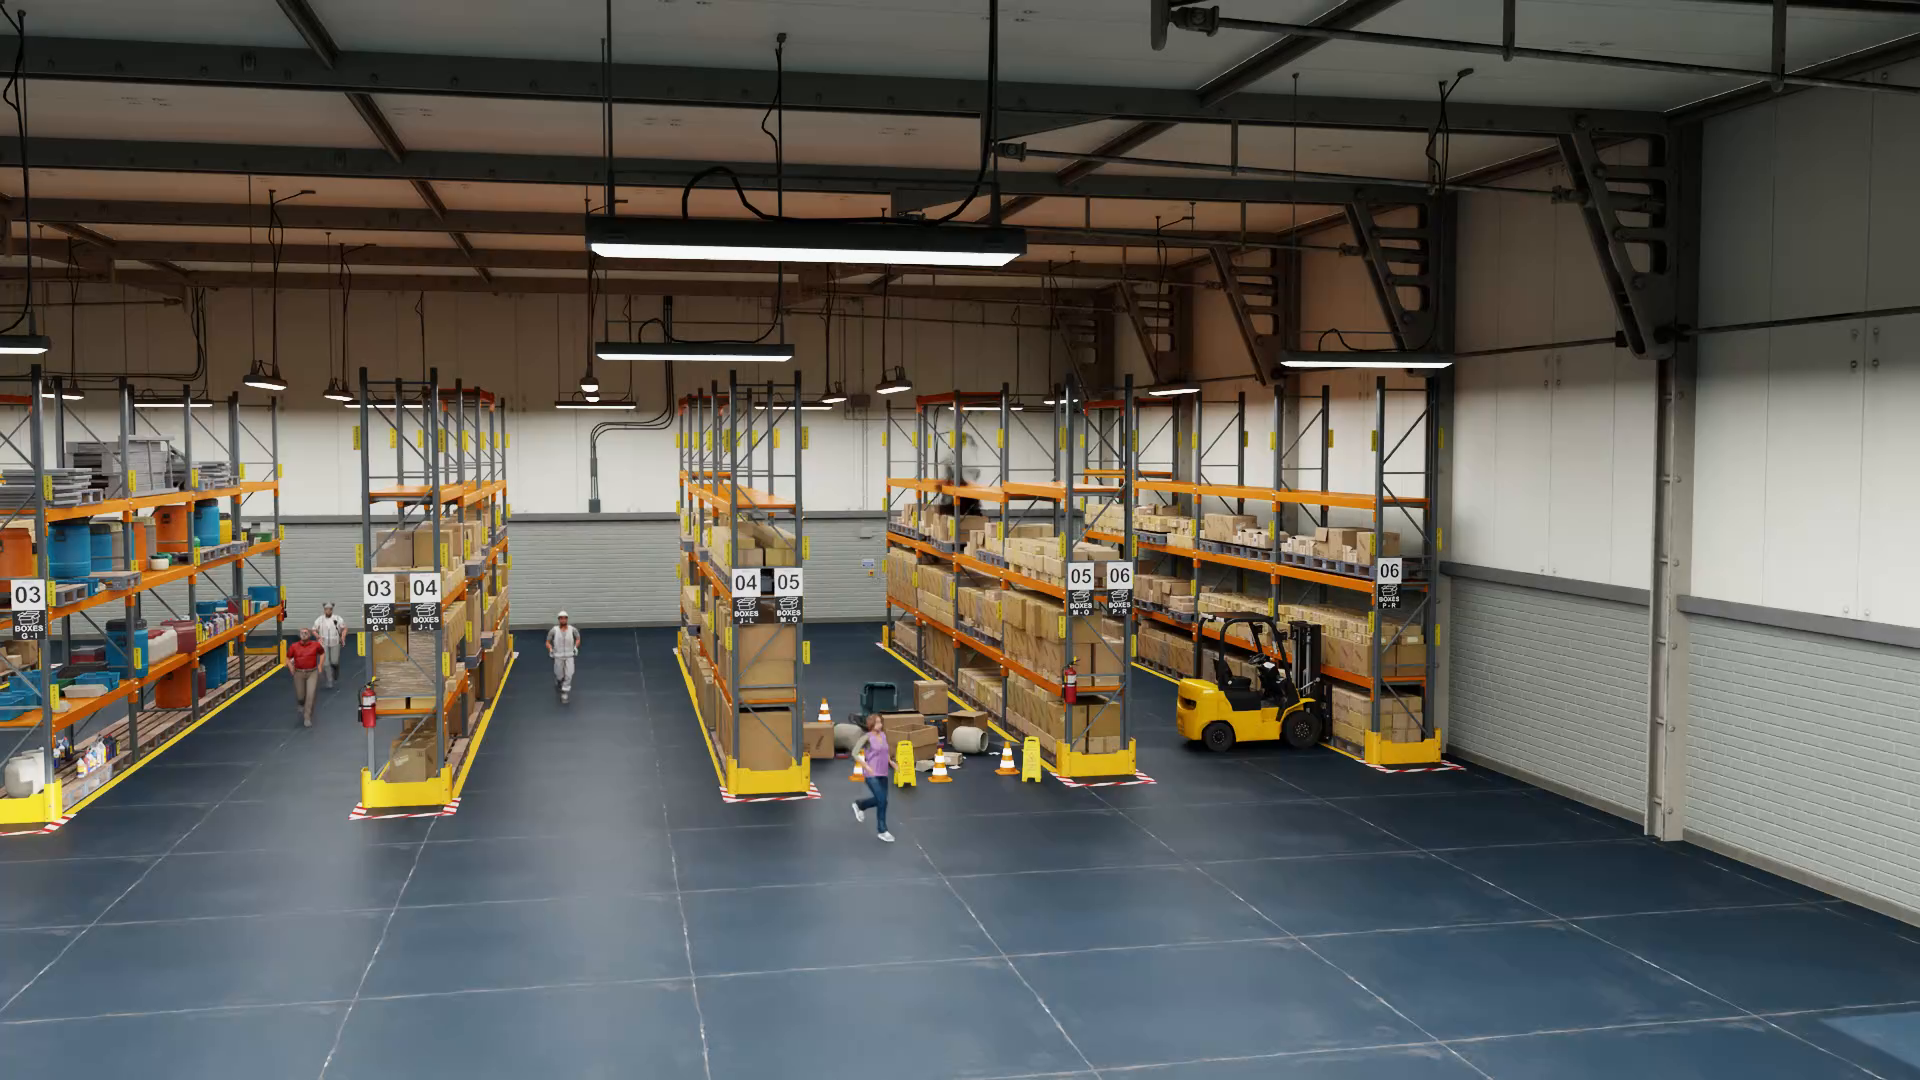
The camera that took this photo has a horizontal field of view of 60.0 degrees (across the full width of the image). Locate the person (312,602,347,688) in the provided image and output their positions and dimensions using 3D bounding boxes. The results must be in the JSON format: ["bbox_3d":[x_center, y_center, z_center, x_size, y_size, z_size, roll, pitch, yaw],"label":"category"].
[{"bbox_3d":[-12.856,2.125,33.908,0.664,1.742,0.599,-1,4,-19],"label":"person"}]

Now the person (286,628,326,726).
[{"bbox_3d":[-11.612,2.413,29.539,0.673,1.716,0.829,-1,4,-20],"label":"person"}]

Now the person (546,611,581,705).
[{"bbox_3d":[-7.583,2.242,31.844,0.655,1.759,0.744,-1,4,-19],"label":"person"}]

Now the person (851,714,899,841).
[{"bbox_3d":[-1.113,2.979,20.988,0.724,1.584,0.541,3,4,39],"label":"person"}]
